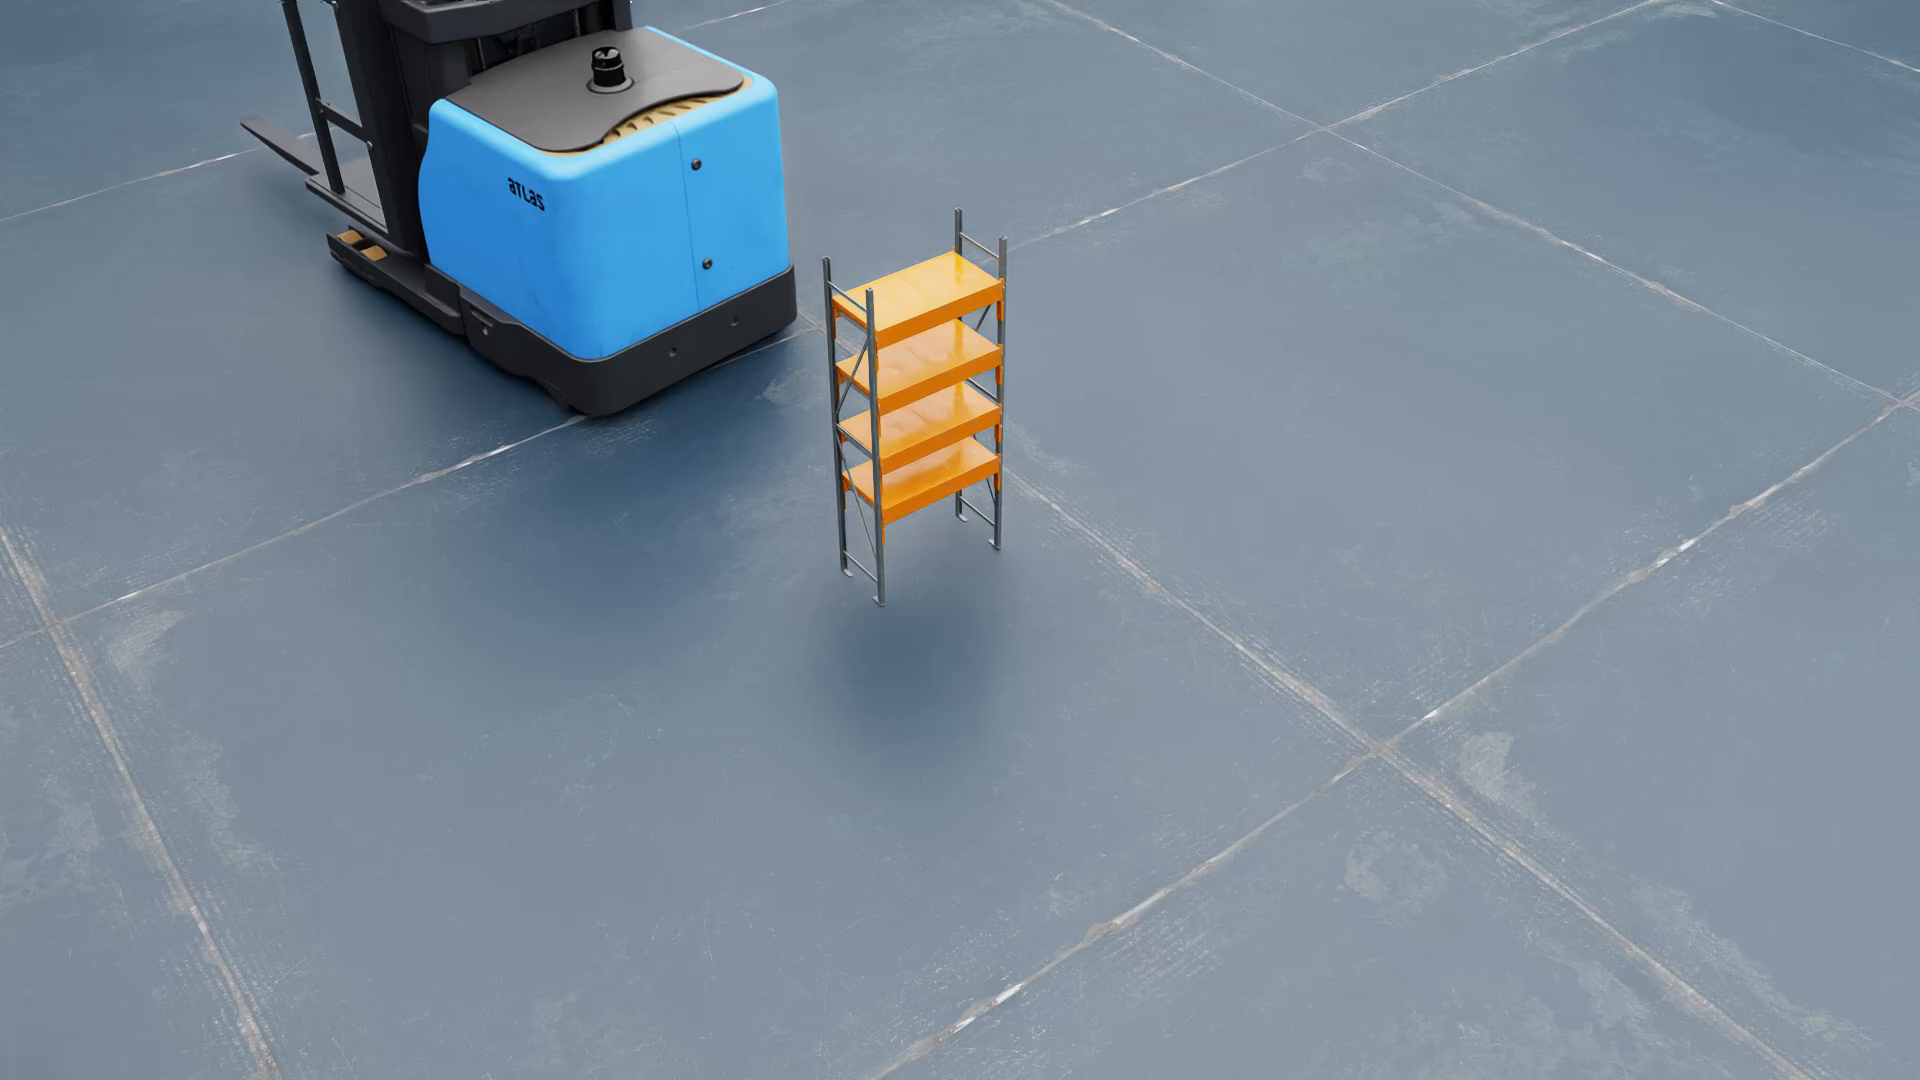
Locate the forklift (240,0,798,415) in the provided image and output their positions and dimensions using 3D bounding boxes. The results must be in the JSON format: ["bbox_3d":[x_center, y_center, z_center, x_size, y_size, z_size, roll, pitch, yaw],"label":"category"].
[{"bbox_3d":[-2.067,-2.421,6.390,3.031,2.935,1.130,32,49,33],"label":"forklift"}]

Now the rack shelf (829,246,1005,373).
[{"bbox_3d":[-0.131,-0.704,5.042,0.480,0.148,0.258,-26,46,-28],"label":"rack shelf"}]

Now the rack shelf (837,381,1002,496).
[{"bbox_3d":[-0.131,-0.348,5.334,0.480,0.148,0.258,-26,46,-28],"label":"rack shelf"}]

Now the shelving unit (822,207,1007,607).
[{"bbox_3d":[-0.131,-0.400,5.291,0.503,1.200,0.258,-26,46,-28],"label":"shelving unit"}]

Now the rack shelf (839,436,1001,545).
[{"bbox_3d":[-0.131,-0.194,5.460,0.480,0.148,0.258,-26,46,-28],"label":"rack shelf"}]

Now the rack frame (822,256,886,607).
[{"bbox_3d":[-0.325,-0.306,5.177,0.015,1.200,0.240,-26,46,-28],"label":"rack frame"}]

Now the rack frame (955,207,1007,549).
[{"bbox_3d":[0.062,-0.494,5.406,0.015,1.200,0.240,-26,46,-28],"label":"rack frame"}]

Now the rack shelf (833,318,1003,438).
[{"bbox_3d":[-0.131,-0.521,5.192,0.480,0.148,0.258,-26,46,-28],"label":"rack shelf"}]
